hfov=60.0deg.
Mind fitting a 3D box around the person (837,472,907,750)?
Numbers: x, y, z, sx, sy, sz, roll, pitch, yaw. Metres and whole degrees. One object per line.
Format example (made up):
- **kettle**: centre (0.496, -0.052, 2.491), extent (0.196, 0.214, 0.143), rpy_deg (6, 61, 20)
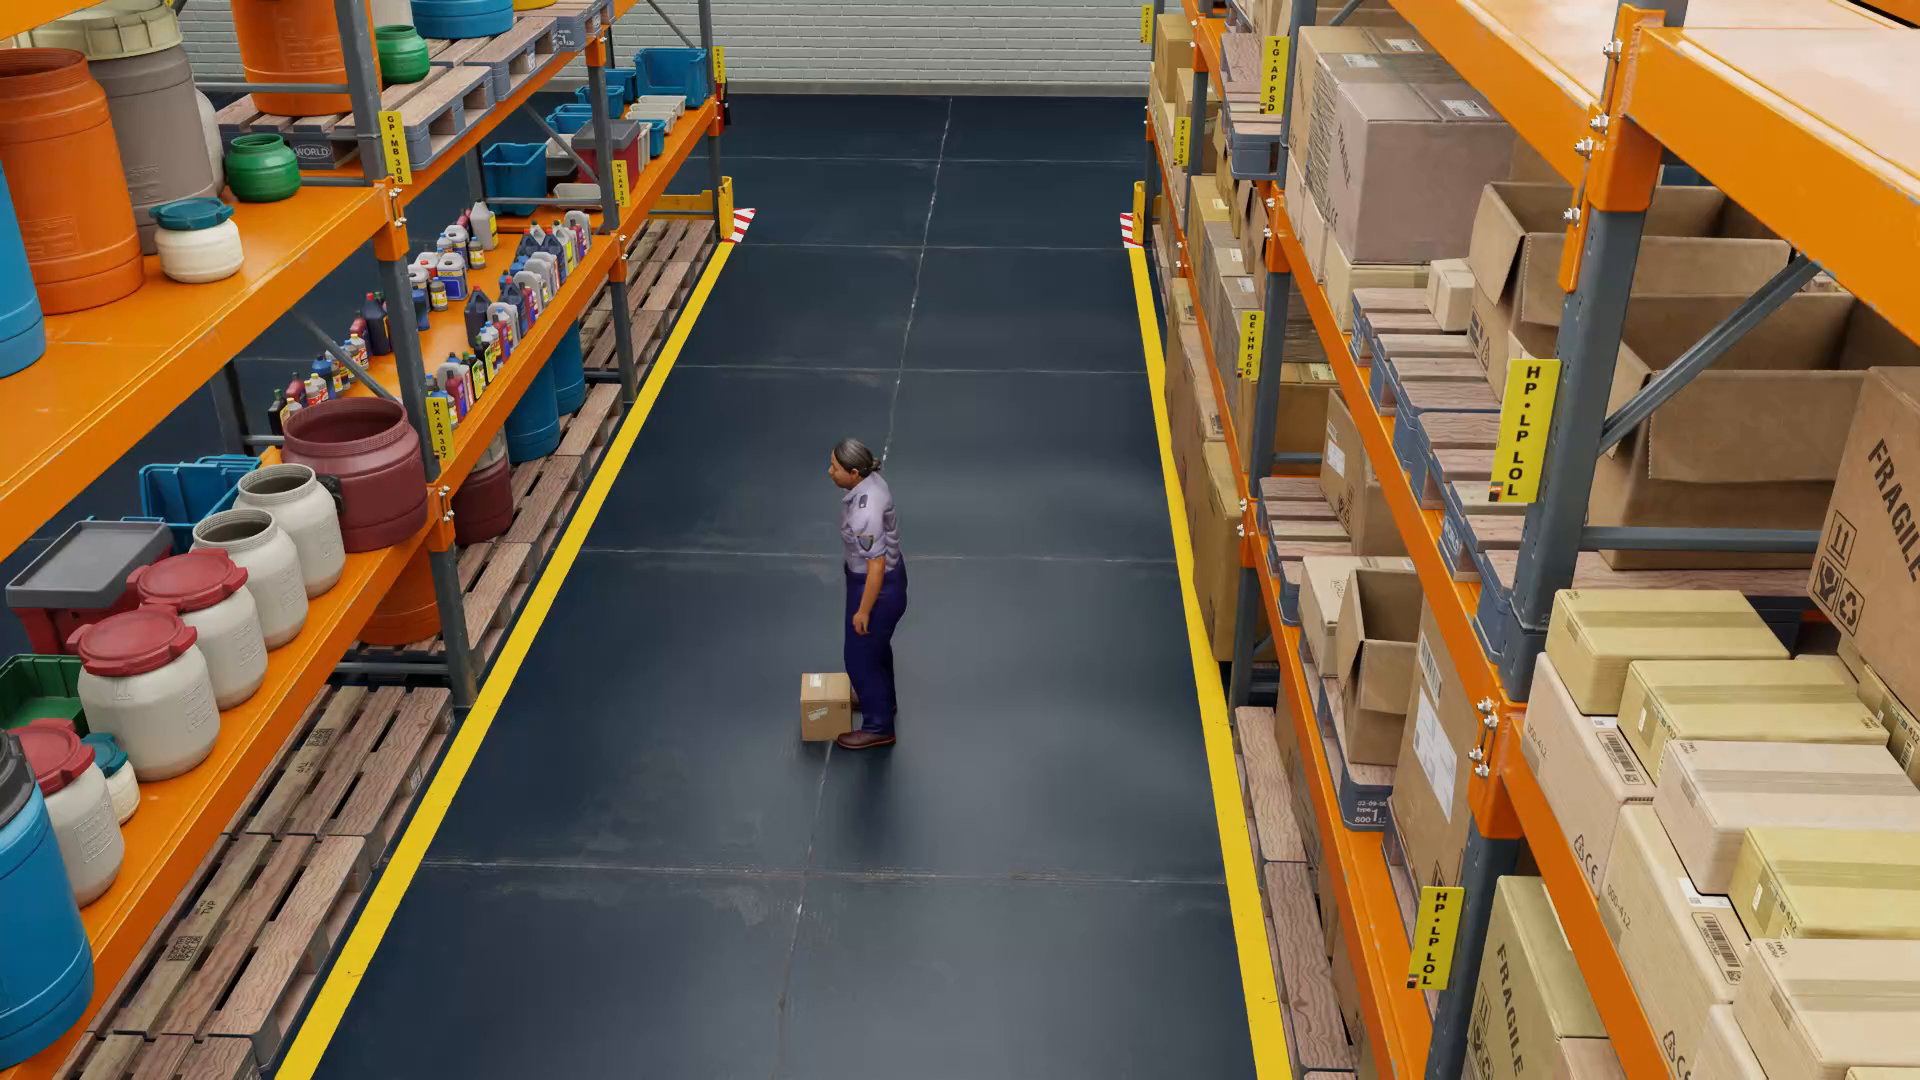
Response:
- **person**: centre (-0.462, 0.315, 8.227), extent (0.334, 1.476, 0.554), rpy_deg (-1, 28, -1)
